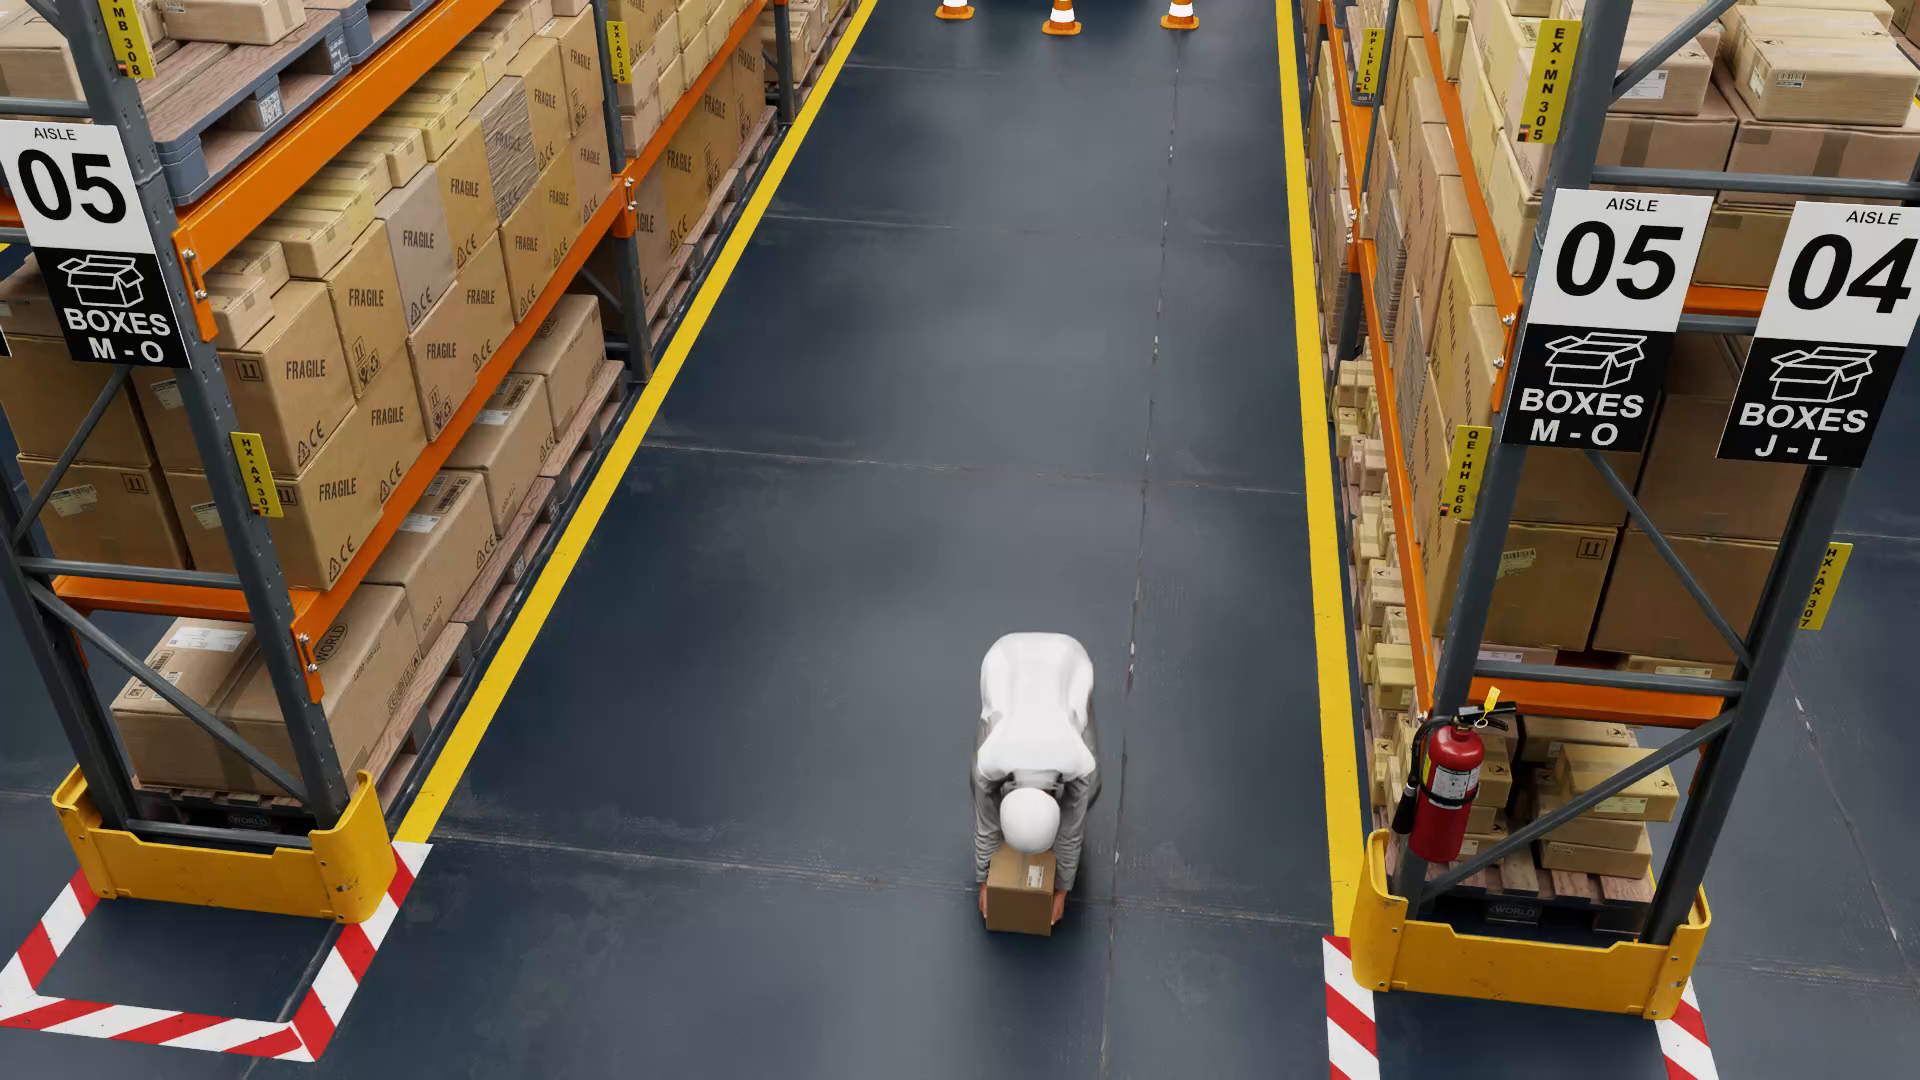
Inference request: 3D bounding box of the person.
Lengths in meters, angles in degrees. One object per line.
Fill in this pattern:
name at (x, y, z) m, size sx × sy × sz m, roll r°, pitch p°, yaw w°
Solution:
person at (0.294, 0.926, 6.482) m, size 0.520 × 0.916 × 1.001 m, roll 3°, pitch 36°, yaw 4°
